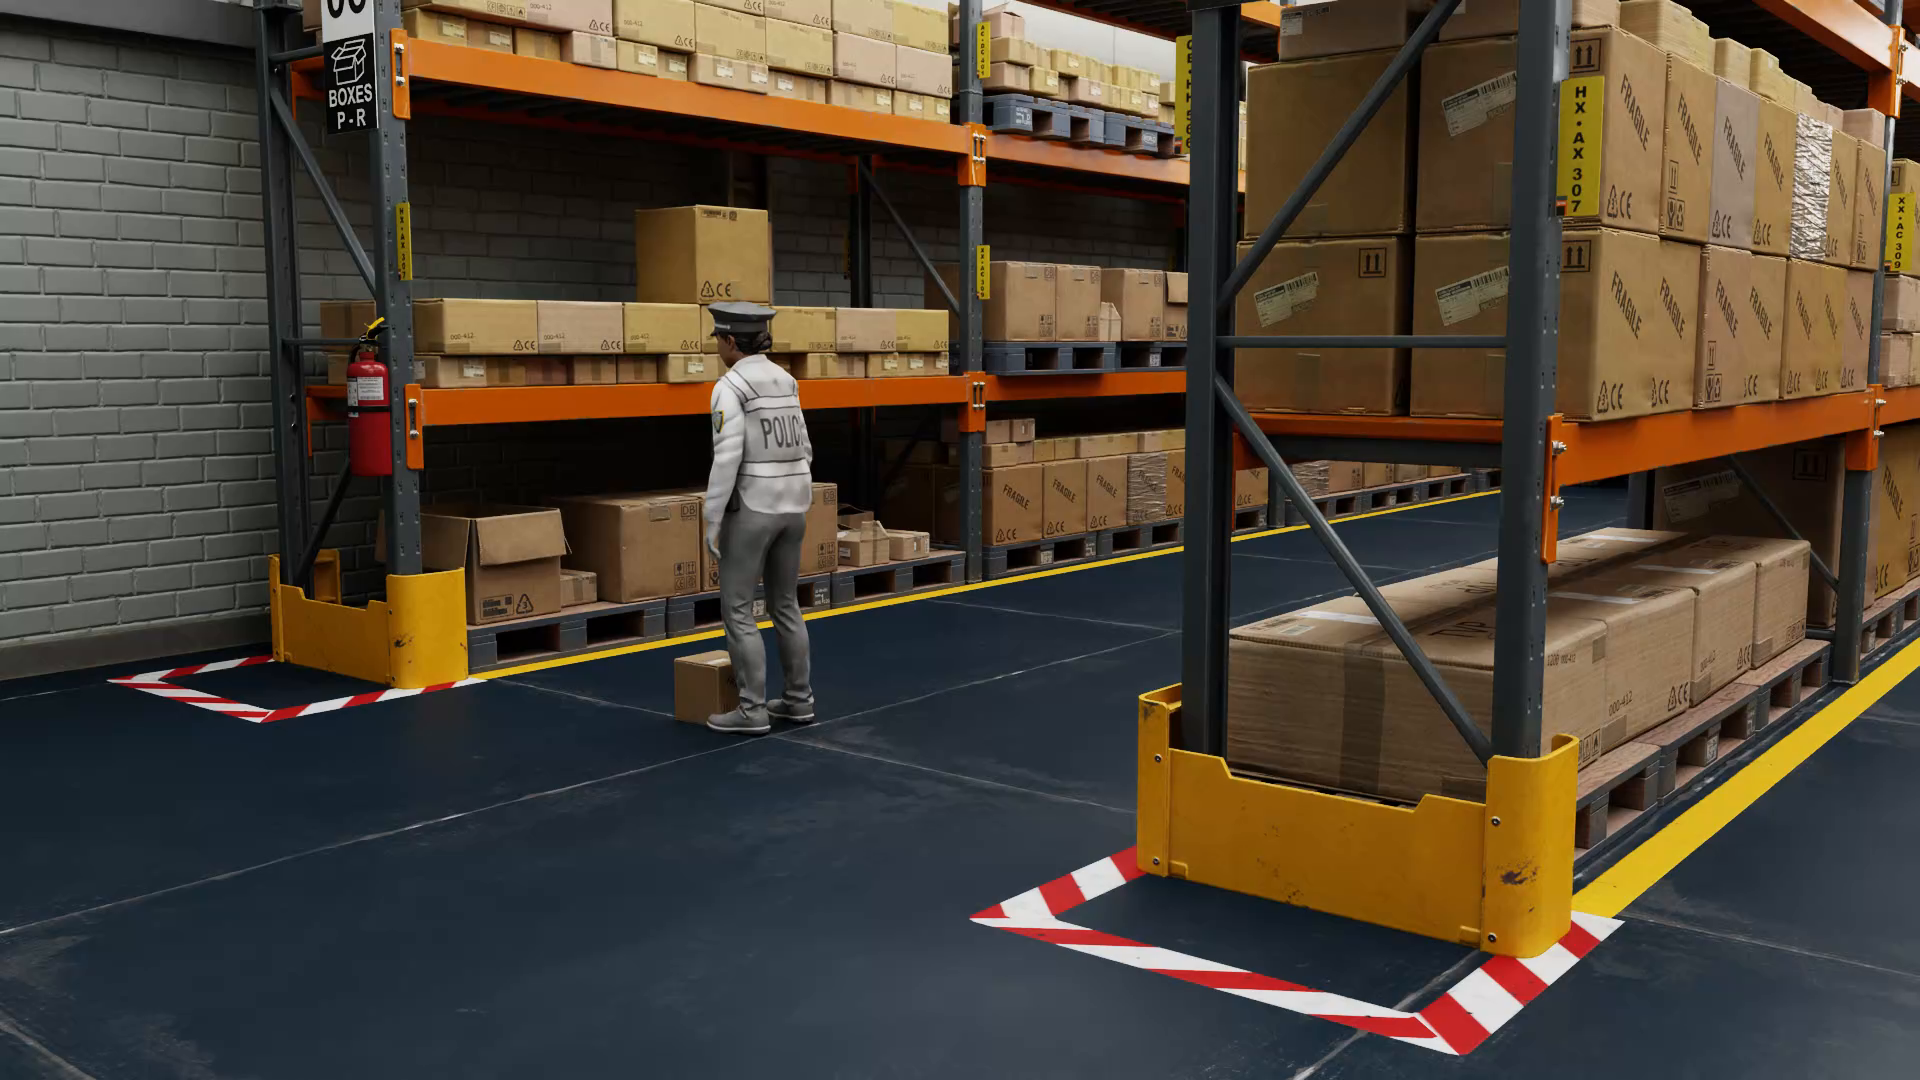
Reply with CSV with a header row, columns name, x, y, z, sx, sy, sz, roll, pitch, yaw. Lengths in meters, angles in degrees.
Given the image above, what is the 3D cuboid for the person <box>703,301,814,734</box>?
name,x,y,z,sx,sy,sz,roll,pitch,yaw
person,-0.783,-0.088,6.450,0.371,1.666,0.547,5,8,35
